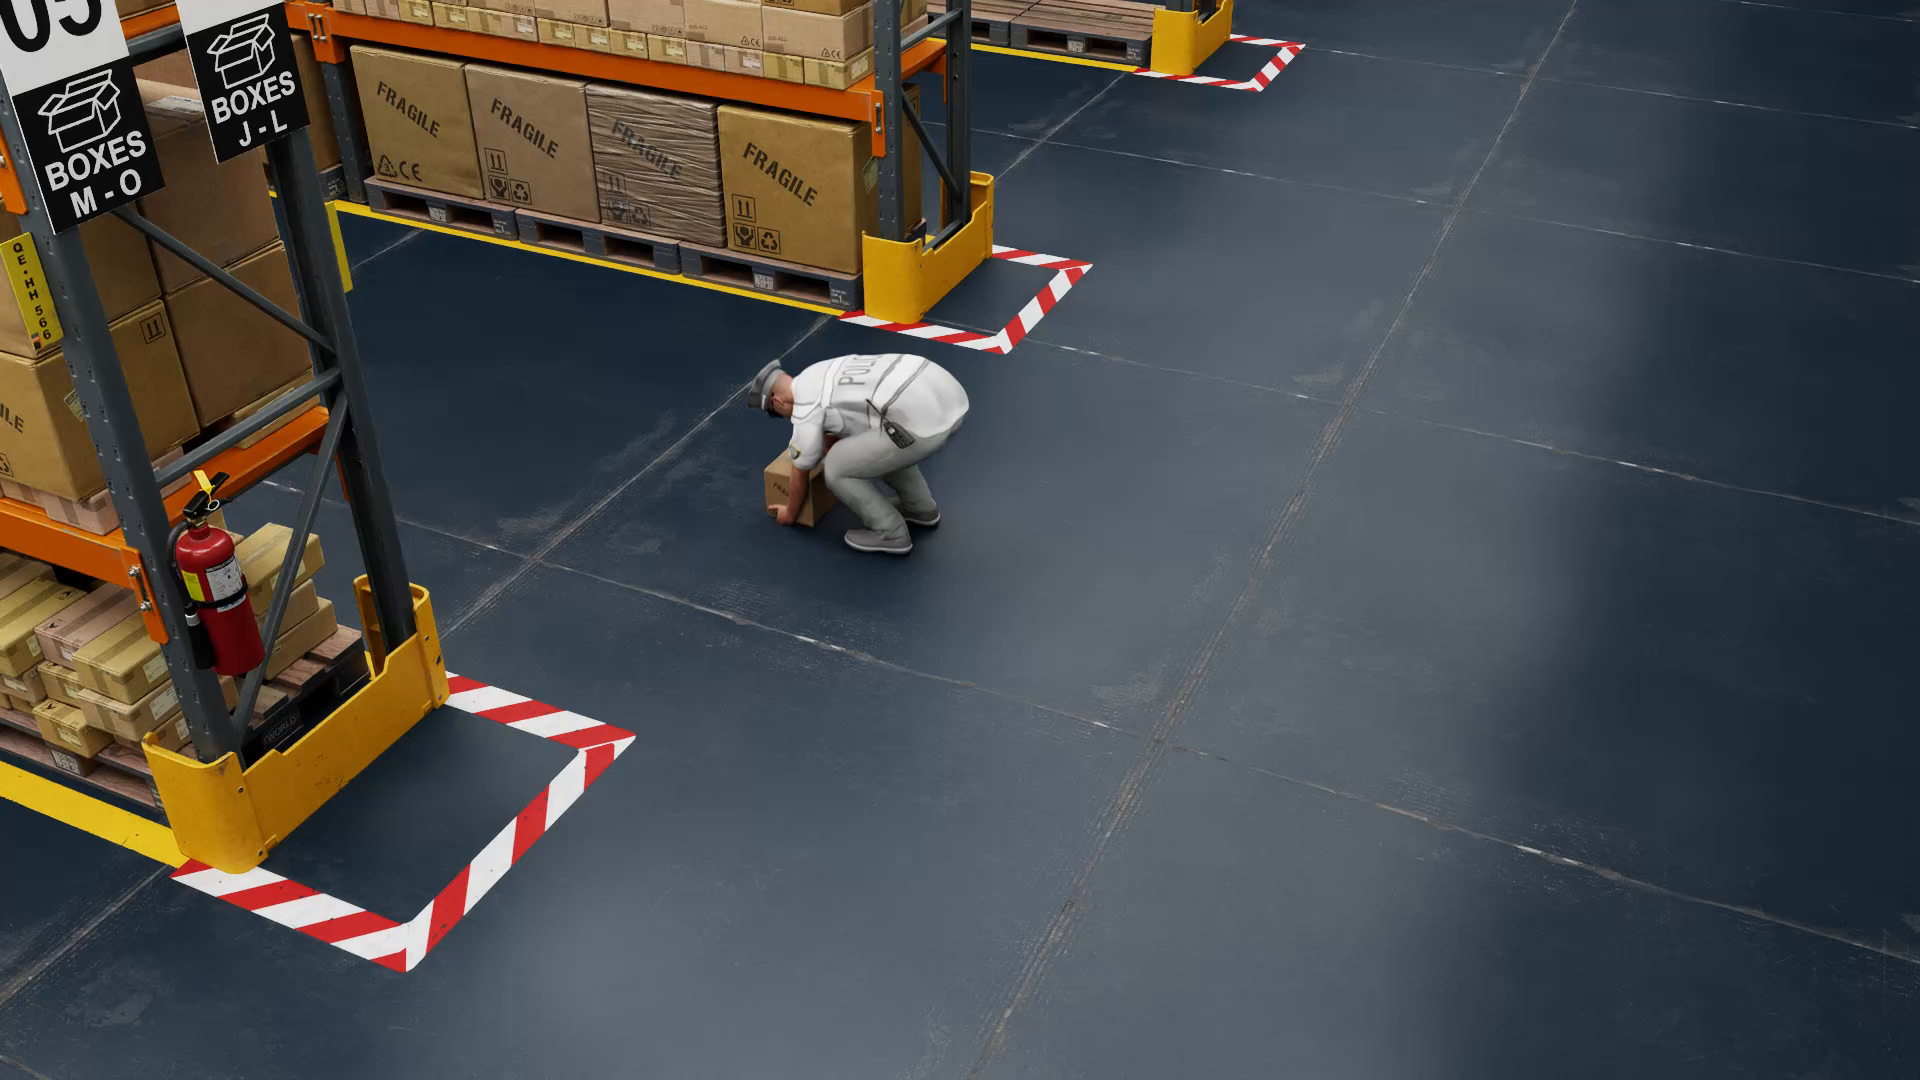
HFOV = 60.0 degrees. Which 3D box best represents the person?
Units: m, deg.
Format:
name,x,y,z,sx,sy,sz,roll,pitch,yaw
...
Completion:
name,x,y,z,sx,sy,sz,roll,pitch,yaw
person,-0.476,-0.435,7.593,1.029,0.901,0.542,13,36,19
